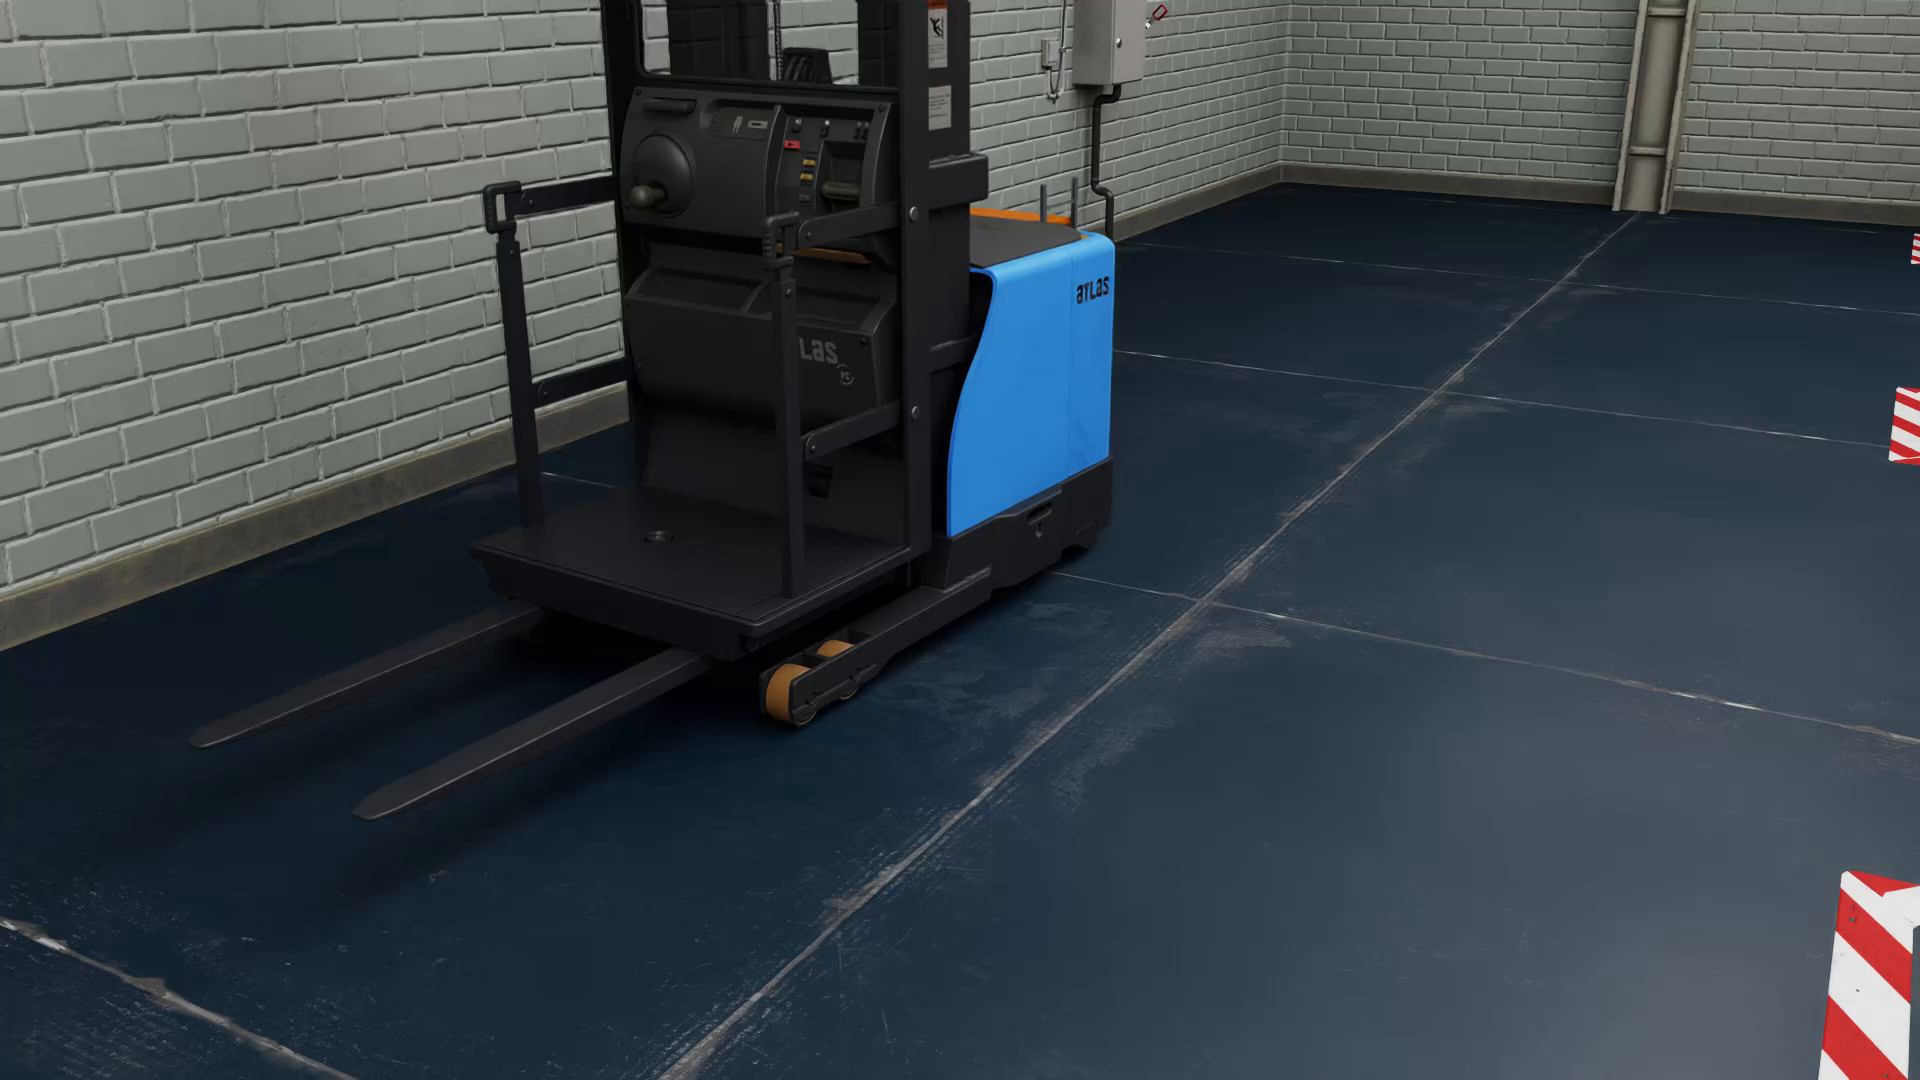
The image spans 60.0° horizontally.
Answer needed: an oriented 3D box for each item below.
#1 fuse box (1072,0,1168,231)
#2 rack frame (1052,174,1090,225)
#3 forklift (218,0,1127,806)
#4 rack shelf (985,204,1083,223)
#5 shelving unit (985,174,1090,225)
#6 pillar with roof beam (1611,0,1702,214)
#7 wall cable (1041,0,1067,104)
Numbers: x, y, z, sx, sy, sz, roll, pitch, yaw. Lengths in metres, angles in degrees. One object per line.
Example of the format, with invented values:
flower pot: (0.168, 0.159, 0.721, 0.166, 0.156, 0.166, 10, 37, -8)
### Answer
fuse box: (1.030, -2.719, 10.852, 0.414, 1.711, 0.539, 11, 23, 27)
rack frame: (0.394, -0.713, 6.071, 0.015, 1.200, 0.240, 13, 23, 31)
forklift: (-0.657, -1.085, 4.557, 1.130, 2.935, 3.031, 13, 24, 31)
rack shelf: (0.190, -1.128, 6.062, 0.480, 0.148, 0.258, 13, 23, 31)
shelving unit: (0.190, -0.758, 6.196, 0.503, 1.200, 0.258, 13, 23, 31)
pillar with roof beam: (3.216, -5.527, 7.904, 0.400, 9.000, 9.100, 11, 23, 27)
wall cable: (0.560, -3.625, 9.971, 0.122, 1.984, 0.588, 11, 23, 27)
